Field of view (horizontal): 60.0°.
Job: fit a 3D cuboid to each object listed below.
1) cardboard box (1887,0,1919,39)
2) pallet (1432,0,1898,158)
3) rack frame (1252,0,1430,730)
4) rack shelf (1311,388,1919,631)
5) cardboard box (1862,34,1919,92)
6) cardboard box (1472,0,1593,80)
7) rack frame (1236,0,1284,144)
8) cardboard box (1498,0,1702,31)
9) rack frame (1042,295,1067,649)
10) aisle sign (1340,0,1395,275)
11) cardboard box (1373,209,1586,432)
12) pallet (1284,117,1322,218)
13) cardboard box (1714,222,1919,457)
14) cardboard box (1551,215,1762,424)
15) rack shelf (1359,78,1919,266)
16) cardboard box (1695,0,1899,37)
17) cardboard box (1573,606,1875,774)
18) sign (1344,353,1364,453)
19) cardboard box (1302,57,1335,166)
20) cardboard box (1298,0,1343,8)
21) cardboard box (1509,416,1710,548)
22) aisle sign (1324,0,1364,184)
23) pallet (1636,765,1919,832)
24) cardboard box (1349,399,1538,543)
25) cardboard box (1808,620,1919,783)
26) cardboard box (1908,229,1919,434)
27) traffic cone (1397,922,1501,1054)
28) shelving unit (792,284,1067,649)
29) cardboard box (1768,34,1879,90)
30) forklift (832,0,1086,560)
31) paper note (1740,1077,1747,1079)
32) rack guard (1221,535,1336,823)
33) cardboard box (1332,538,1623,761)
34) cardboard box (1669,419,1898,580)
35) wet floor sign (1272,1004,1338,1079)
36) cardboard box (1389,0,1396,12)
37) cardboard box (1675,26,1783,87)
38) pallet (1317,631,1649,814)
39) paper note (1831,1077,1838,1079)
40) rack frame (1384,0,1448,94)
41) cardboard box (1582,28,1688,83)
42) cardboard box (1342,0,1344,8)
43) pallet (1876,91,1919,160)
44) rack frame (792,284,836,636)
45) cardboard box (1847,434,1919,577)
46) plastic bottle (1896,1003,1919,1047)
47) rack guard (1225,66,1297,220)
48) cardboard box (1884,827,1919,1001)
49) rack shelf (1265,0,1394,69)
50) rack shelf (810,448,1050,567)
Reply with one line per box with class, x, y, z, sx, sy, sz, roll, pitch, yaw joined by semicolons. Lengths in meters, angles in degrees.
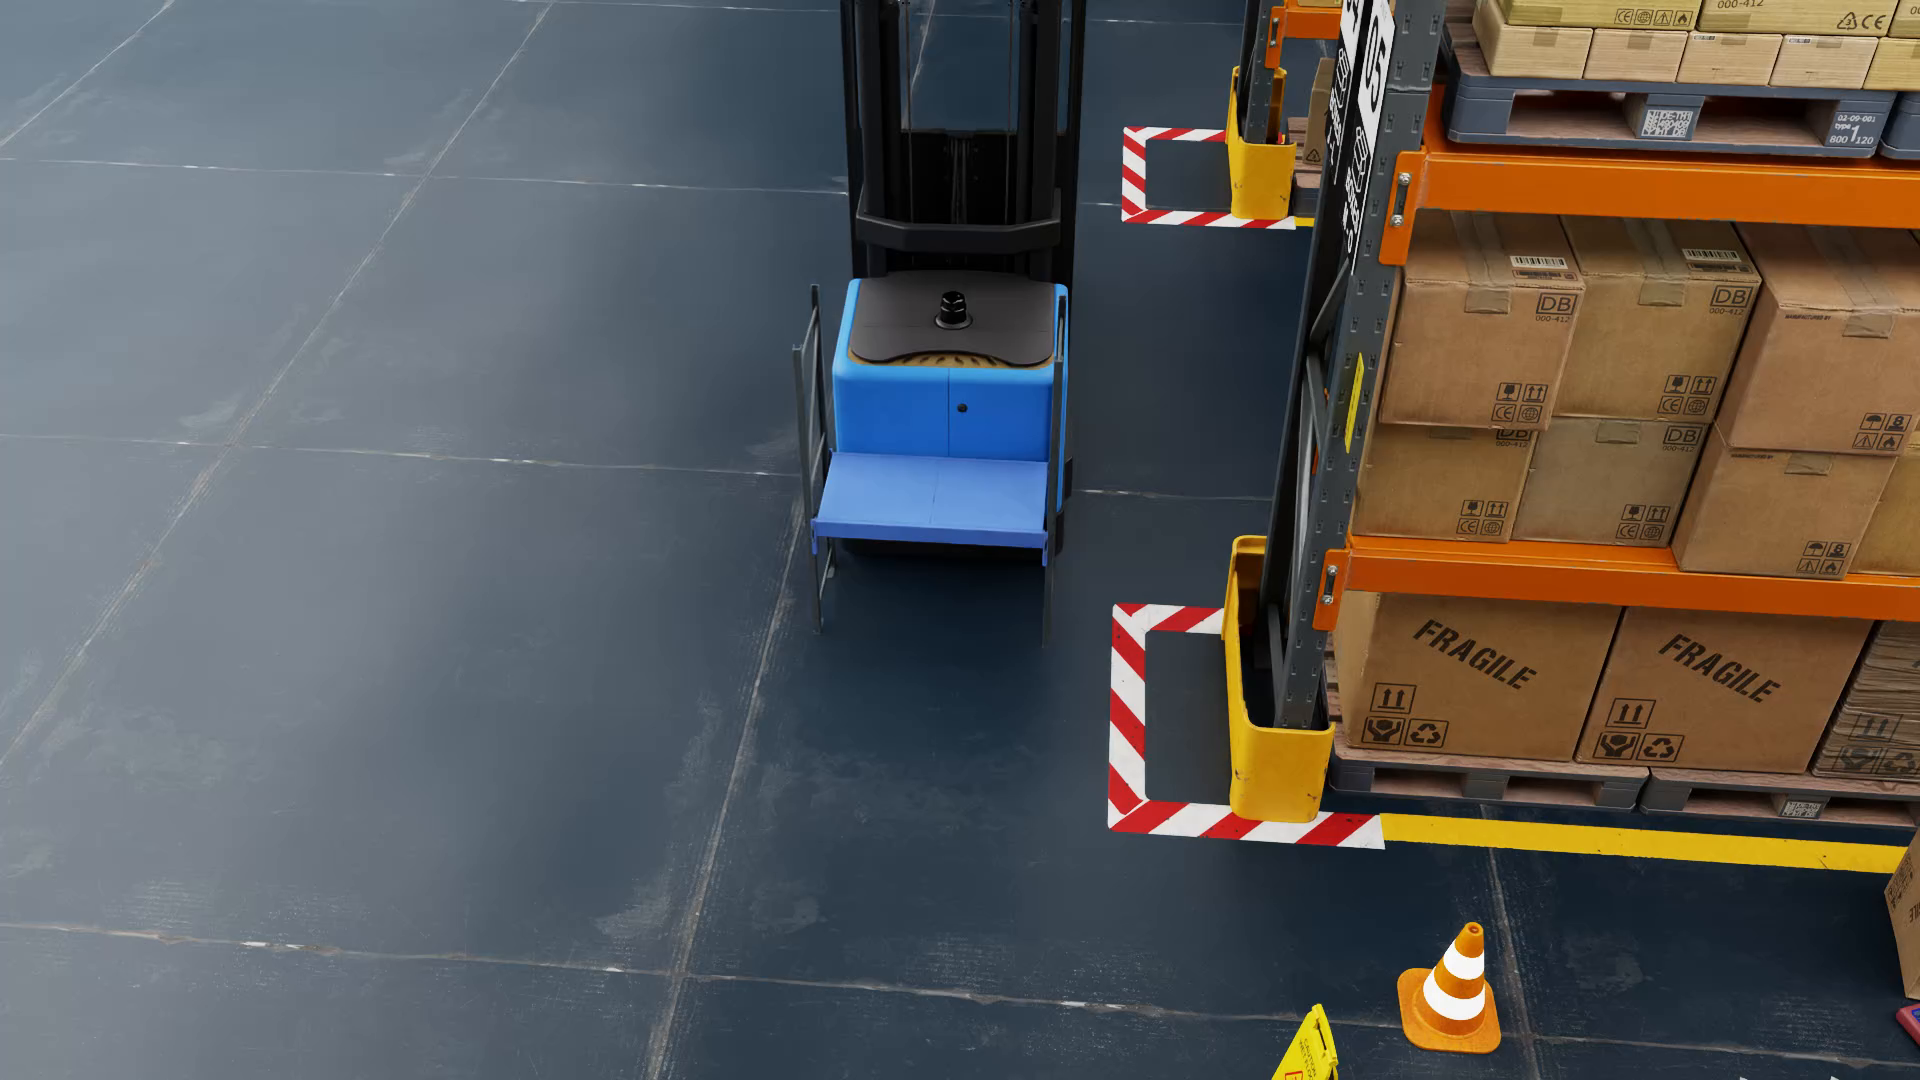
cardboard box;2.785;-1.600;4.606;0.500;0.250;0.500;3;39;3
pallet;2.057;-1.515;5.100;1.213;0.211;1.003;3;39;4
rack frame;1.317;-0.420;6.060;0.127;3.000;1.000;3;39;4
rack shelf;3.310;-0.032;6.153;4.000;0.370;1.077;3;39;4
cardboard box;2.637;-1.412;4.690;0.250;0.149;0.380;3;39;4
cardboard box;1.631;-1.467;4.758;0.250;0.149;0.380;3;39;4
rack frame;1.846;-3.534;9.886;0.127;3.000;1.000;3;39;4
cardboard box;1.776;-1.654;4.672;0.500;0.250;0.500;3;39;4
rack frame;0.398;-0.259;7.051;0.032;1.500;0.500;3;39;4
aisle sign;1.221;-1.243;5.012;0.004;0.787;0.394;3;39;4
cardboard box;1.684;-0.852;5.617;0.550;0.550;0.875;3;39;4
pallet;2.728;-2.382;10.679;1.213;0.211;1.003;3;39;4
cardboard box;2.786;-0.764;5.509;0.550;0.550;0.875;3;39;4
cardboard box;2.240;-0.880;5.652;0.550;0.550;0.875;3;39;4
rack shelf;3.310;-1.195;5.207;4.000;0.370;1.077;3;39;4
cardboard box;2.282;-1.627;4.639;0.500;0.250;0.500;3;39;3
cardboard box;2.875;0.283;6.547;0.875;0.875;0.875;3;39;3
sign;1.264;-0.438;5.333;0.005;0.325;0.100;3;39;4
cardboard box;2.467;-2.683;10.488;0.500;0.500;0.500;10;40;12
cardboard box;2.109;-3.271;9.762;0.250;0.149;0.380;3;39;4
cardboard box;2.241;-0.470;6.003;0.550;0.550;0.875;3;39;4
aisle sign;1.273;-1.621;5.476;0.004;0.787;0.394;3;39;4
pallet;3.333;0.724;6.864;1.213;0.211;1.003;3;39;4
cardboard box;1.691;-0.486;6.023;0.550;0.550;0.875;3;39;4
cardboard box;3.784;0.334;6.484;0.875;0.875;0.875;3;39;4
cardboard box;3.325;-0.817;5.574;0.500;0.550;0.875;3;39;4
traffic cone;1.724;1.486;5.728;0.334;0.463;0.336;3;39;4
shelving unit;-0.109;-0.286;7.084;1.048;1.500;0.538;3;39;4
cardboard box;2.387;-1.426;4.708;0.250;0.149;0.380;3;39;4
forklift;0.026;-1.955;8.001;1.130;2.935;3.031;2;39;2
paper note;2.692;1.883;5.584;0.142;0.017;0.144;16;42;19
rack guard;1.293;0.548;6.851;0.348;0.500;1.175;3;39;4
cardboard box;1.999;0.237;6.604;0.875;0.875;0.875;3;39;4
cardboard box;2.788;-0.361;5.869;0.550;0.550;0.875;3;39;4
wet floor sign;1.118;1.737;5.275;0.232;0.644;0.267;-3;39;-4
cardboard box;2.605;-3.222;9.702;0.250;0.149;0.380;3;39;4
cardboard box;2.135;-1.440;4.724;0.250;0.149;0.380;3;39;4
pallet;2.121;0.656;6.947;1.213;0.211;1.003;3;39;4
paper note;3.012;1.859;5.629;0.123;0.001;0.032;24;45;26
rack frame;1.317;-2.747;4.166;0.127;3.000;1.000;3;39;4
cardboard box;1.885;-1.454;4.741;0.250;0.149;0.380;3;39;4
cardboard box;2.357;-3.245;9.730;0.250;0.149;0.380;3;39;4
pallet;3.276;-1.450;5.020;1.213;0.211;1.003;3;39;4
rack frame;-0.615;-0.313;7.117;0.032;1.500;0.500;3;39;4
cardboard box;3.319;-0.358;5.865;0.500;0.550;0.875;3;39;4
plastic bottle;3.386;1.735;5.741;0.133;0.061;0.283;-10;40;-12
rack guard;1.922;-2.560;10.670;0.348;0.500;1.175;3;39;4
cardboard box;3.667;1.327;5.892;0.500;0.500;0.500;10;40;12
rack shelf;3.839;-3.146;9.979;4.000;0.370;1.077;3;39;4
rack shelf;-0.109;-0.147;7.198;1.000;0.185;0.538;3;39;4
